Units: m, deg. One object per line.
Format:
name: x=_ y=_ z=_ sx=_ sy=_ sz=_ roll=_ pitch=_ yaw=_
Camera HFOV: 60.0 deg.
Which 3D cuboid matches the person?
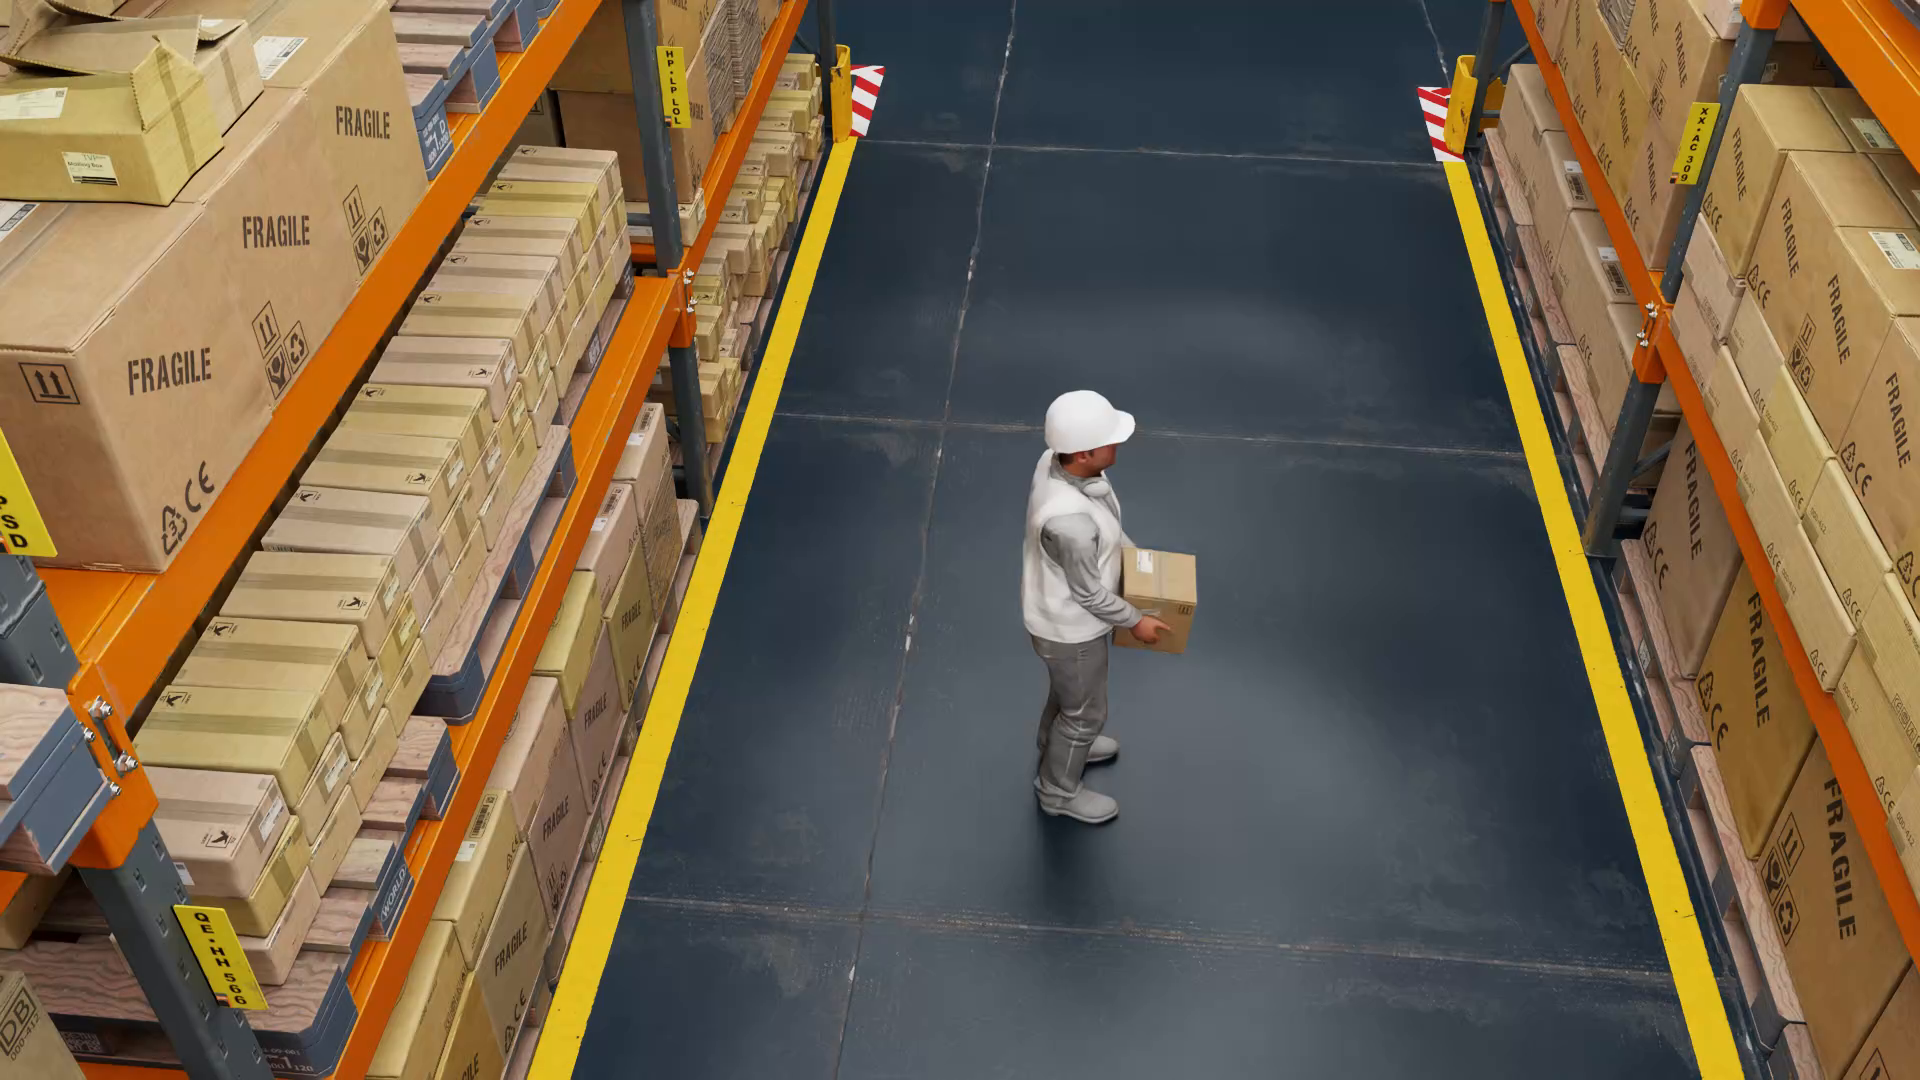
person: x=0.475 y=0.232 z=5.852 sx=0.522 sy=1.778 sz=0.525 roll=3 pitch=40 yaw=3
